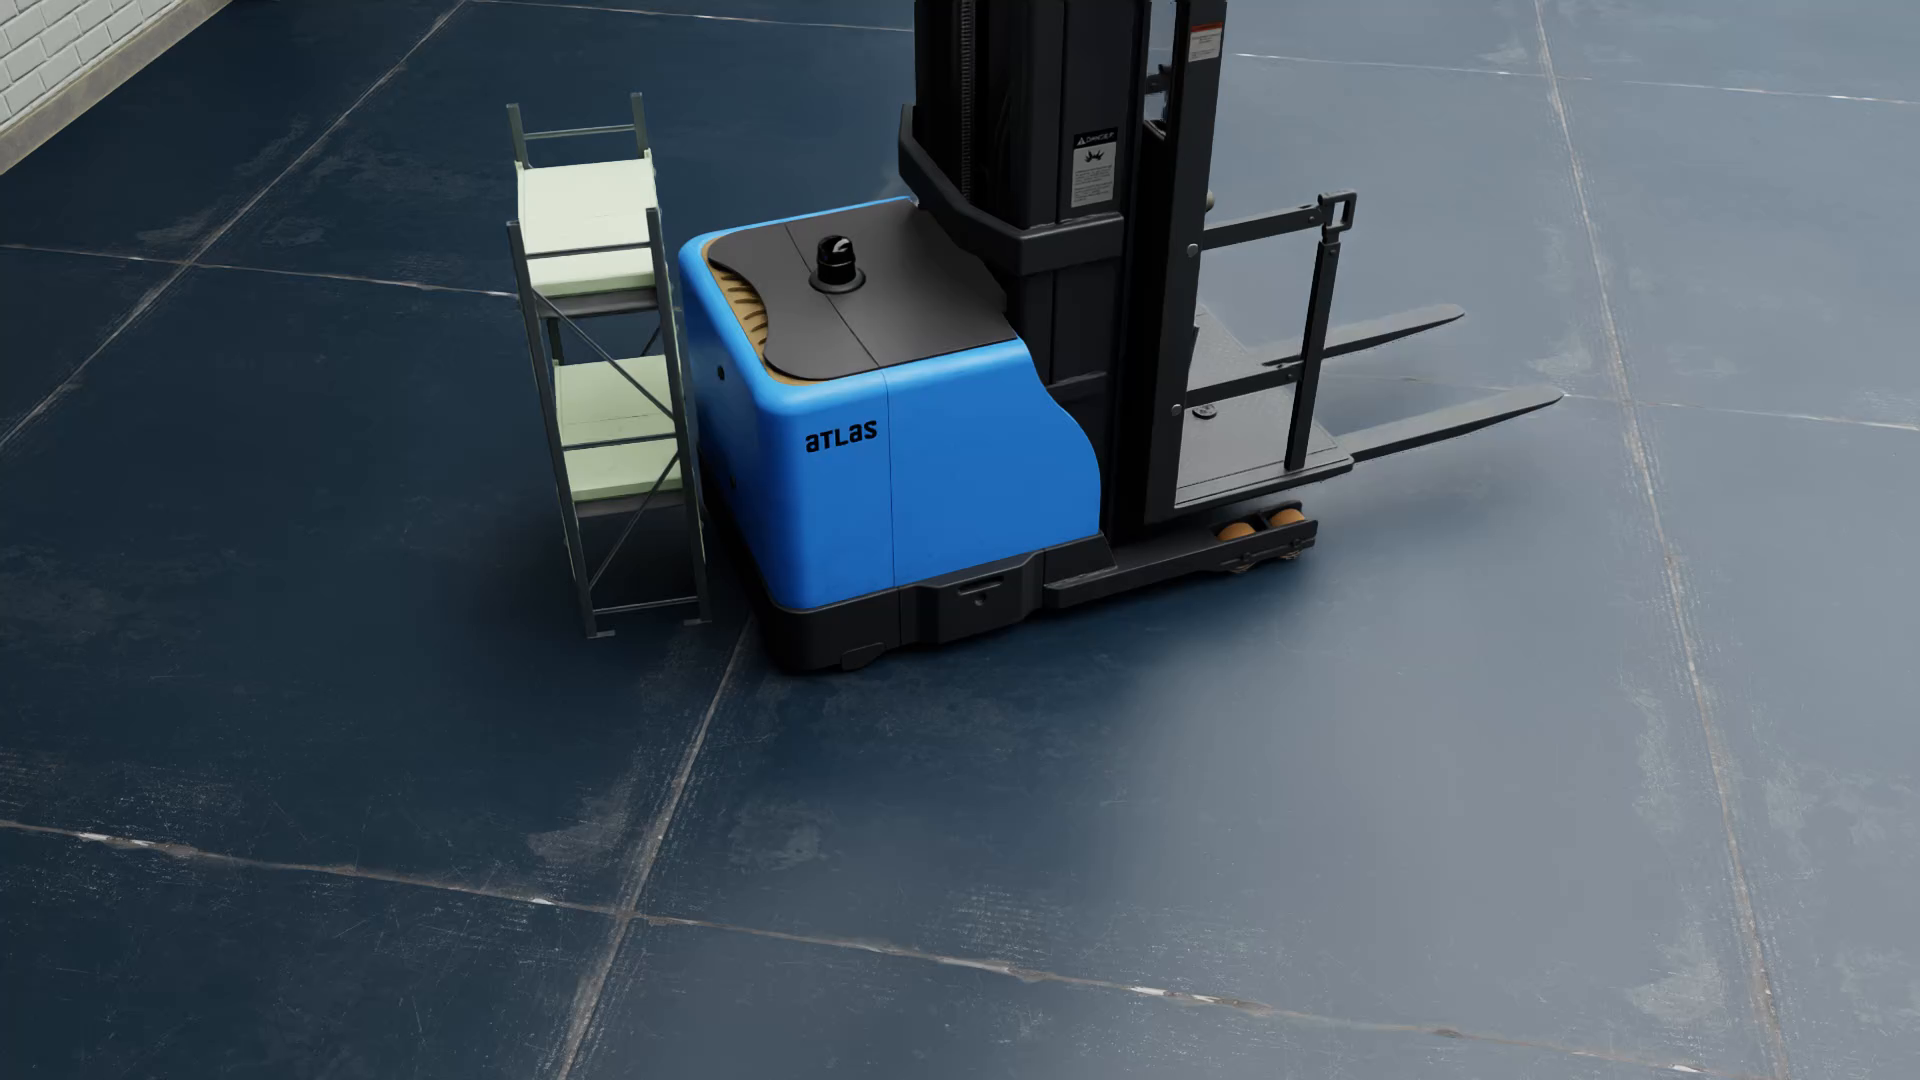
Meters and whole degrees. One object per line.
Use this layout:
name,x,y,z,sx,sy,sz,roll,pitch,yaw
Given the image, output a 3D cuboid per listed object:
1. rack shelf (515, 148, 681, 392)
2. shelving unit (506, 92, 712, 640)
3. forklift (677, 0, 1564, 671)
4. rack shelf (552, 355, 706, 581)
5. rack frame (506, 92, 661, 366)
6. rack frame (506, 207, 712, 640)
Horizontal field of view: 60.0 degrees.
rack shelf,-1.083,-0.817,4.948,0.431,0.370,0.720,-8,40,-9
shelving unit,-1.083,-0.516,5.197,0.431,1.500,0.755,-8,40,-9
forklift,0.668,-1.320,5.046,3.031,2.935,1.130,-14,42,-17
rack shelf,-1.083,-0.265,5.405,0.431,0.370,0.720,-8,40,-9
rack frame,-1.158,-0.744,5.473,0.400,1.500,0.023,-8,40,-9
rack frame,-1.008,-0.288,4.921,0.400,1.500,0.023,-8,40,-9
